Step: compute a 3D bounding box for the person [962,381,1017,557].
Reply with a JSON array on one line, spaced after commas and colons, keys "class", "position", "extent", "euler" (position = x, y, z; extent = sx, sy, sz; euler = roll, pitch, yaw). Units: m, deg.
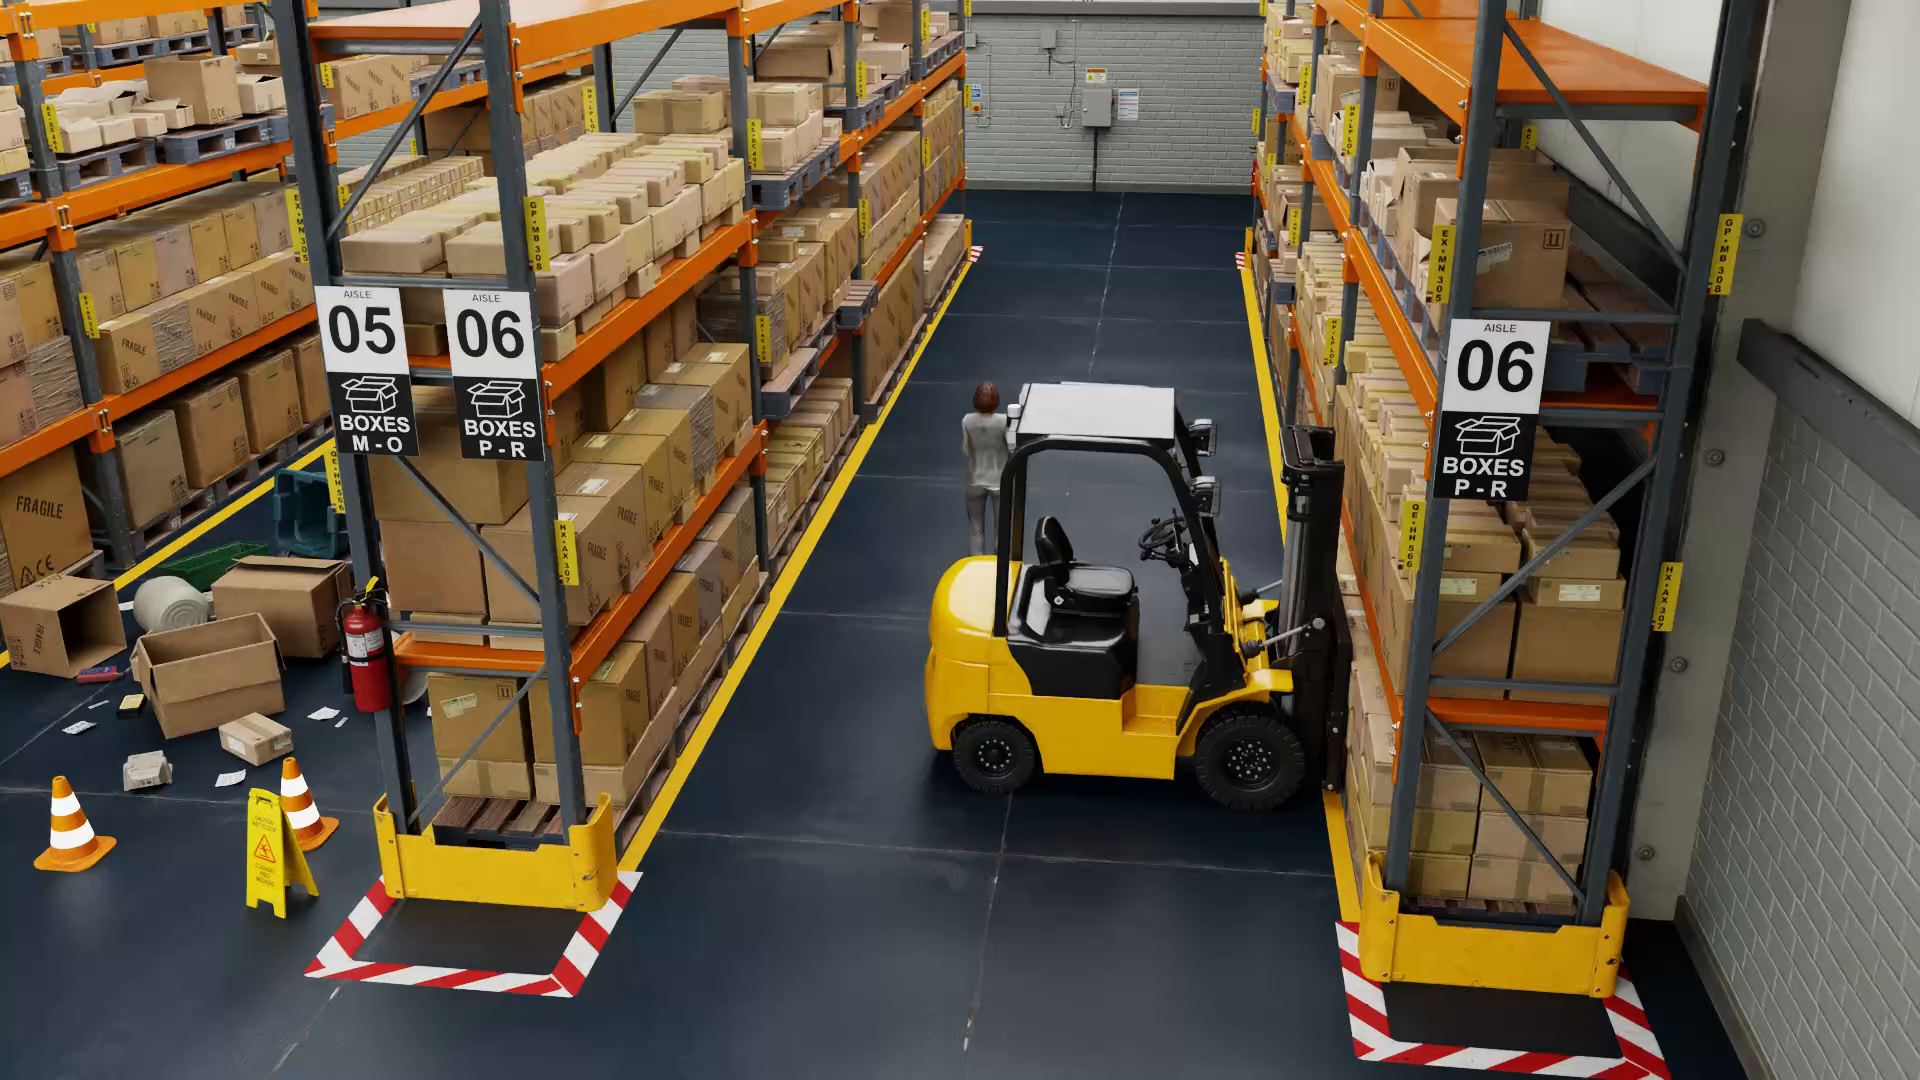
[{"class": "person", "position": [0.220, -0.435, 12.210], "extent": [0.405, 1.590, 0.497], "euler": [3, 22, 7]}]
